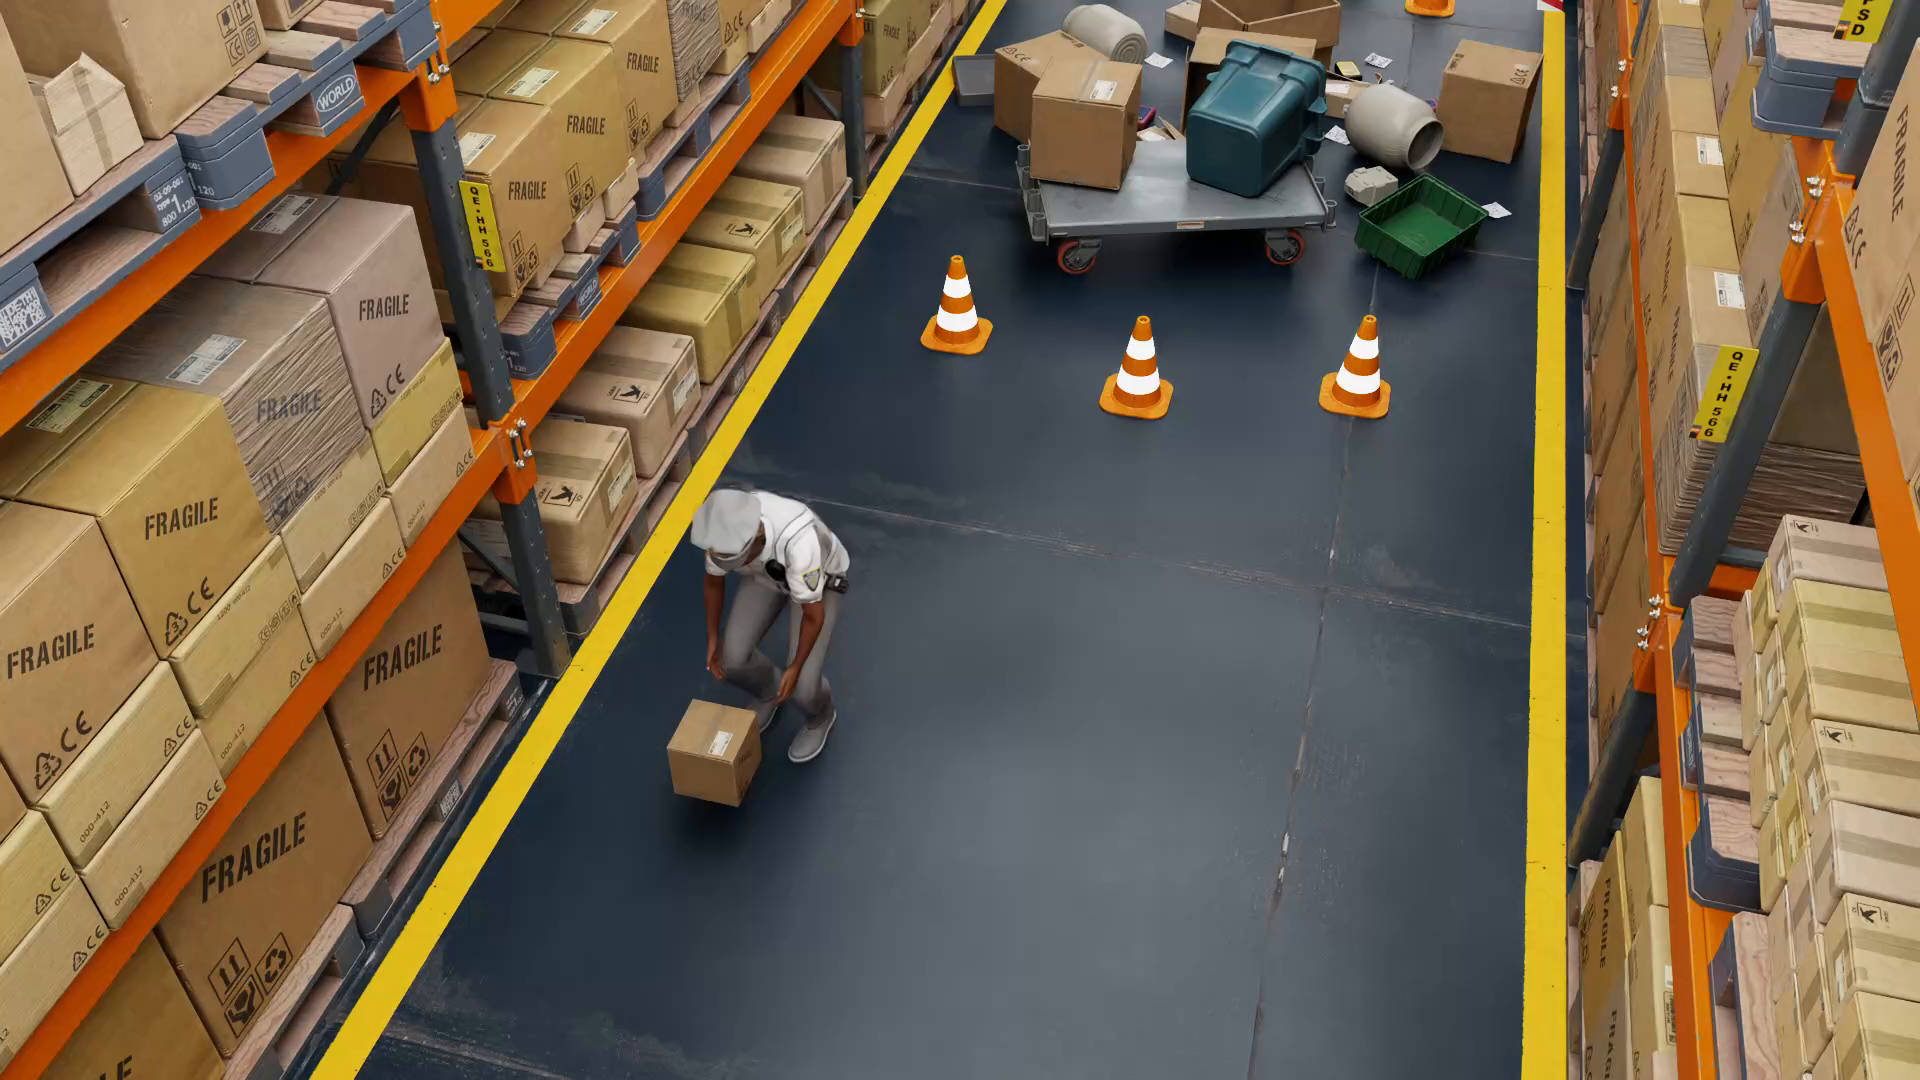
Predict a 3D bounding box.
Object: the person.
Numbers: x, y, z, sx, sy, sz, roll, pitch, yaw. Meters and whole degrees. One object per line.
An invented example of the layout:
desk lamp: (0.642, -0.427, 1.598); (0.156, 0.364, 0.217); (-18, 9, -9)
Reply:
person: (-0.666, 0.265, 6.093); (0.496, 1.360, 0.724); (19, 45, 20)
